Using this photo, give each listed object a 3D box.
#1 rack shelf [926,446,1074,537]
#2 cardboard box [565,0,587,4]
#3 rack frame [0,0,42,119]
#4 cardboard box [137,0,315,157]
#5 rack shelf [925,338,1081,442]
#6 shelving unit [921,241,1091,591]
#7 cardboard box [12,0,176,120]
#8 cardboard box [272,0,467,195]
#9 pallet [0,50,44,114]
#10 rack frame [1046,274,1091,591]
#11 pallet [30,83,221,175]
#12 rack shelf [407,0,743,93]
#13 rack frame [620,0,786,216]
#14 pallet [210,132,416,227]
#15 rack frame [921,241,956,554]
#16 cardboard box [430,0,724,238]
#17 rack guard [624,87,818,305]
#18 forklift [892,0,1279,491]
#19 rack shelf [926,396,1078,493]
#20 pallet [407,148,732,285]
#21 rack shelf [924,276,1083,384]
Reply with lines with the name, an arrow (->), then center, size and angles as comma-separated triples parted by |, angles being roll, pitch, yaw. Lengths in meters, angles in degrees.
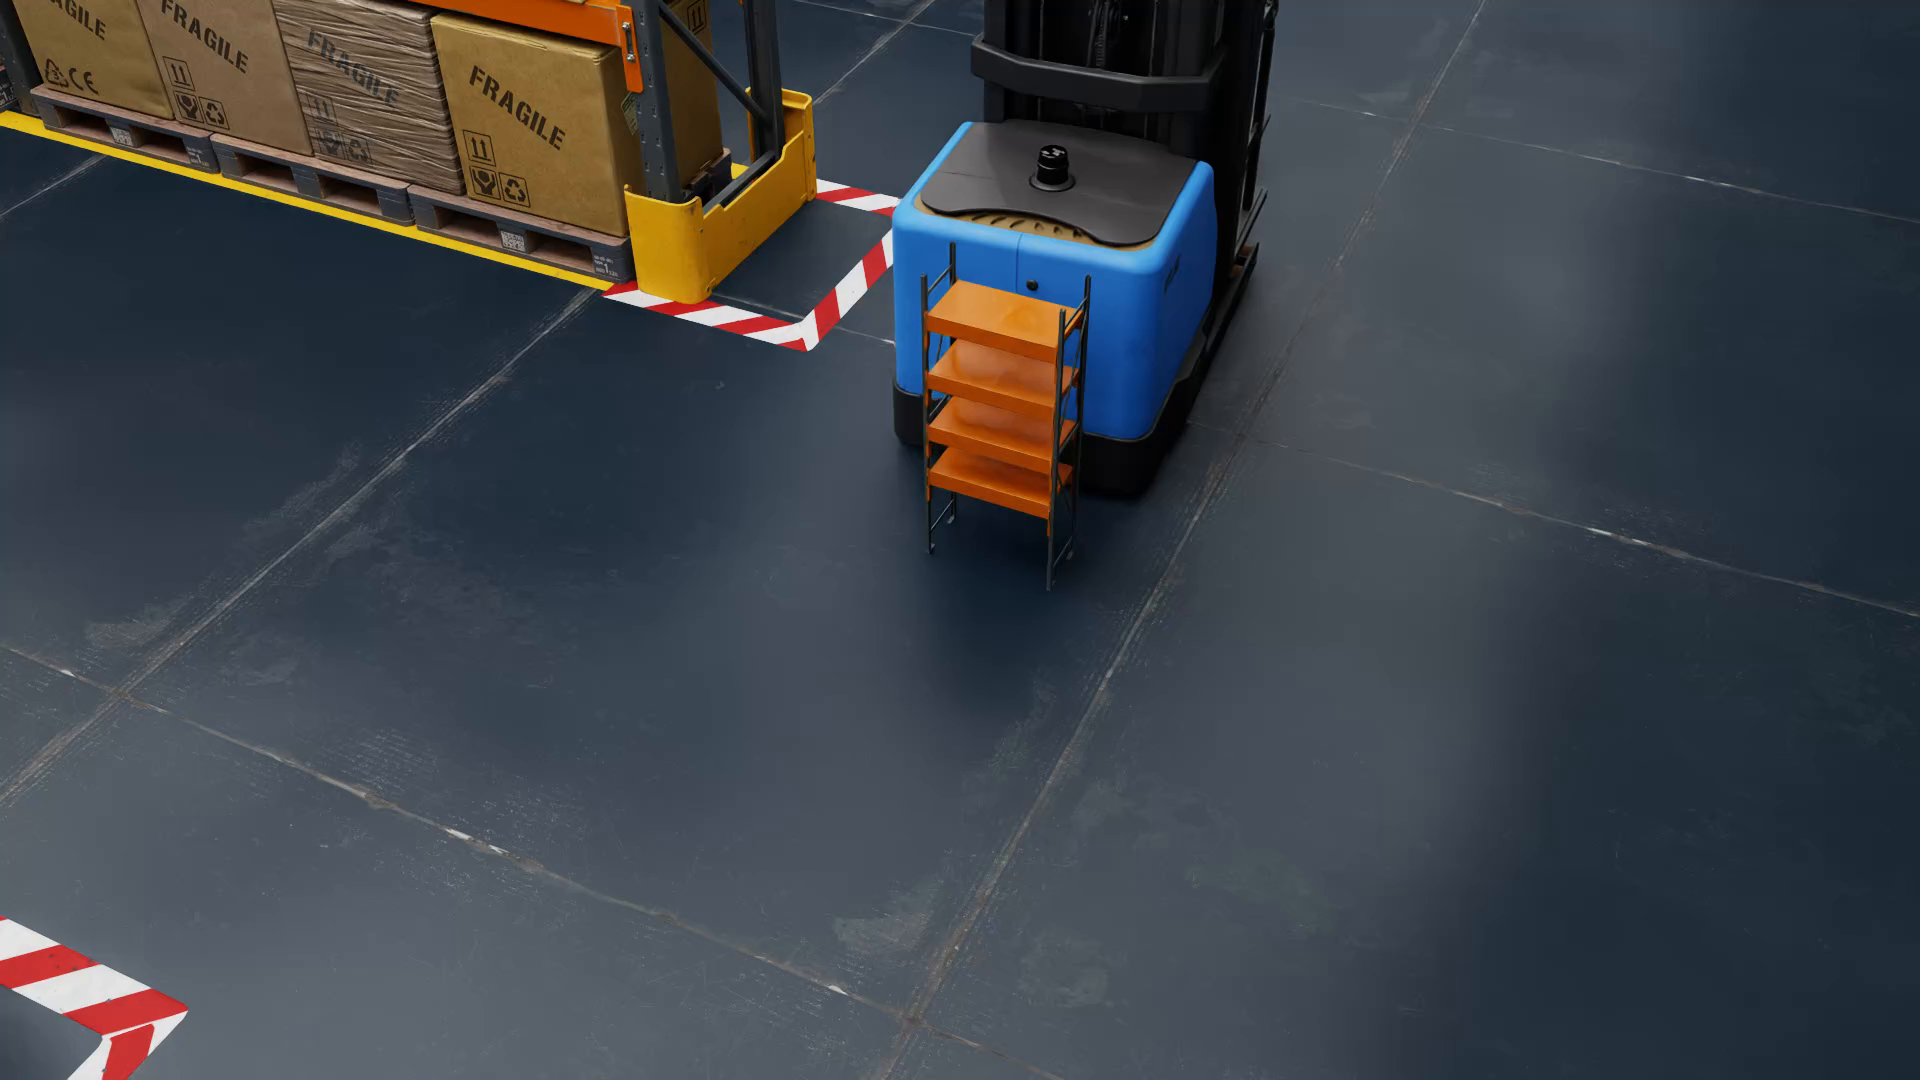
rack shelf -> 0.150, -0.207, 5.978 | 0.480, 0.148, 0.258 | 17, 44, 19
cardboard box -> -1.570, -2.386, 6.905 | 0.250, 0.149, 0.380 | 18, 44, 19
rack frame -> -4.733, -3.686, 8.212 | 0.127, 3.000, 1.000 | 17, 44, 19
cardboard box -> -3.353, -2.562, 8.217 | 0.875, 0.875, 0.875 | 17, 44, 19
rack shelf -> 0.150, -0.526, 5.702 | 0.480, 0.148, 0.258 | 17, 44, 19
shelving unit -> 0.150, -0.408, 5.804 | 0.503, 1.200, 0.258 | 17, 44, 19
cardboard box -> -4.169, -2.811, 8.505 | 0.875, 0.875, 0.875 | 17, 44, 19
cardboard box -> -2.547, -2.315, 7.933 | 0.875, 0.875, 0.875 | 17, 44, 19
pallet -> -5.464, -2.801, 9.320 | 1.213, 0.211, 1.003 | 17, 44, 19
rack frame -> 0.371, -0.340, 5.726 | 0.015, 1.200, 0.240 | 17, 44, 19
pallet -> -4.077, -2.375, 8.829 | 1.213, 0.211, 1.003 | 17, 44, 19
rack shelf -> -2.921, -2.860, 7.809 | 4.000, 0.370, 1.077 | 17, 44, 19
rack frame -> -1.108, -2.578, 6.934 | 0.127, 3.000, 1.000 | 17, 44, 19
pallet -> -2.968, -2.038, 8.440 | 1.213, 0.211, 1.003 | 17, 44, 19
rack frame -> -0.071, -0.475, 5.882 | 0.015, 1.200, 0.240 | 17, 44, 19
cardboard box -> -1.722, -2.063, 7.642 | 0.875, 0.875, 0.875 | 17, 44, 19
rack guard -> -1.087, -1.627, 7.745 | 0.348, 0.500, 1.175 | 17, 44, 19
forklift -> 0.725, -2.268, 6.629 | 1.130, 2.935, 3.031 | 14, 43, 15
rack shelf -> 0.150, -0.357, 5.848 | 0.480, 0.148, 0.258 | 17, 44, 19
pallet -> -1.866, -1.699, 8.049 | 1.213, 0.211, 1.003 | 17, 44, 19
rack shelf -> 0.150, -0.704, 5.547 | 0.480, 0.148, 0.258 | 17, 44, 19
